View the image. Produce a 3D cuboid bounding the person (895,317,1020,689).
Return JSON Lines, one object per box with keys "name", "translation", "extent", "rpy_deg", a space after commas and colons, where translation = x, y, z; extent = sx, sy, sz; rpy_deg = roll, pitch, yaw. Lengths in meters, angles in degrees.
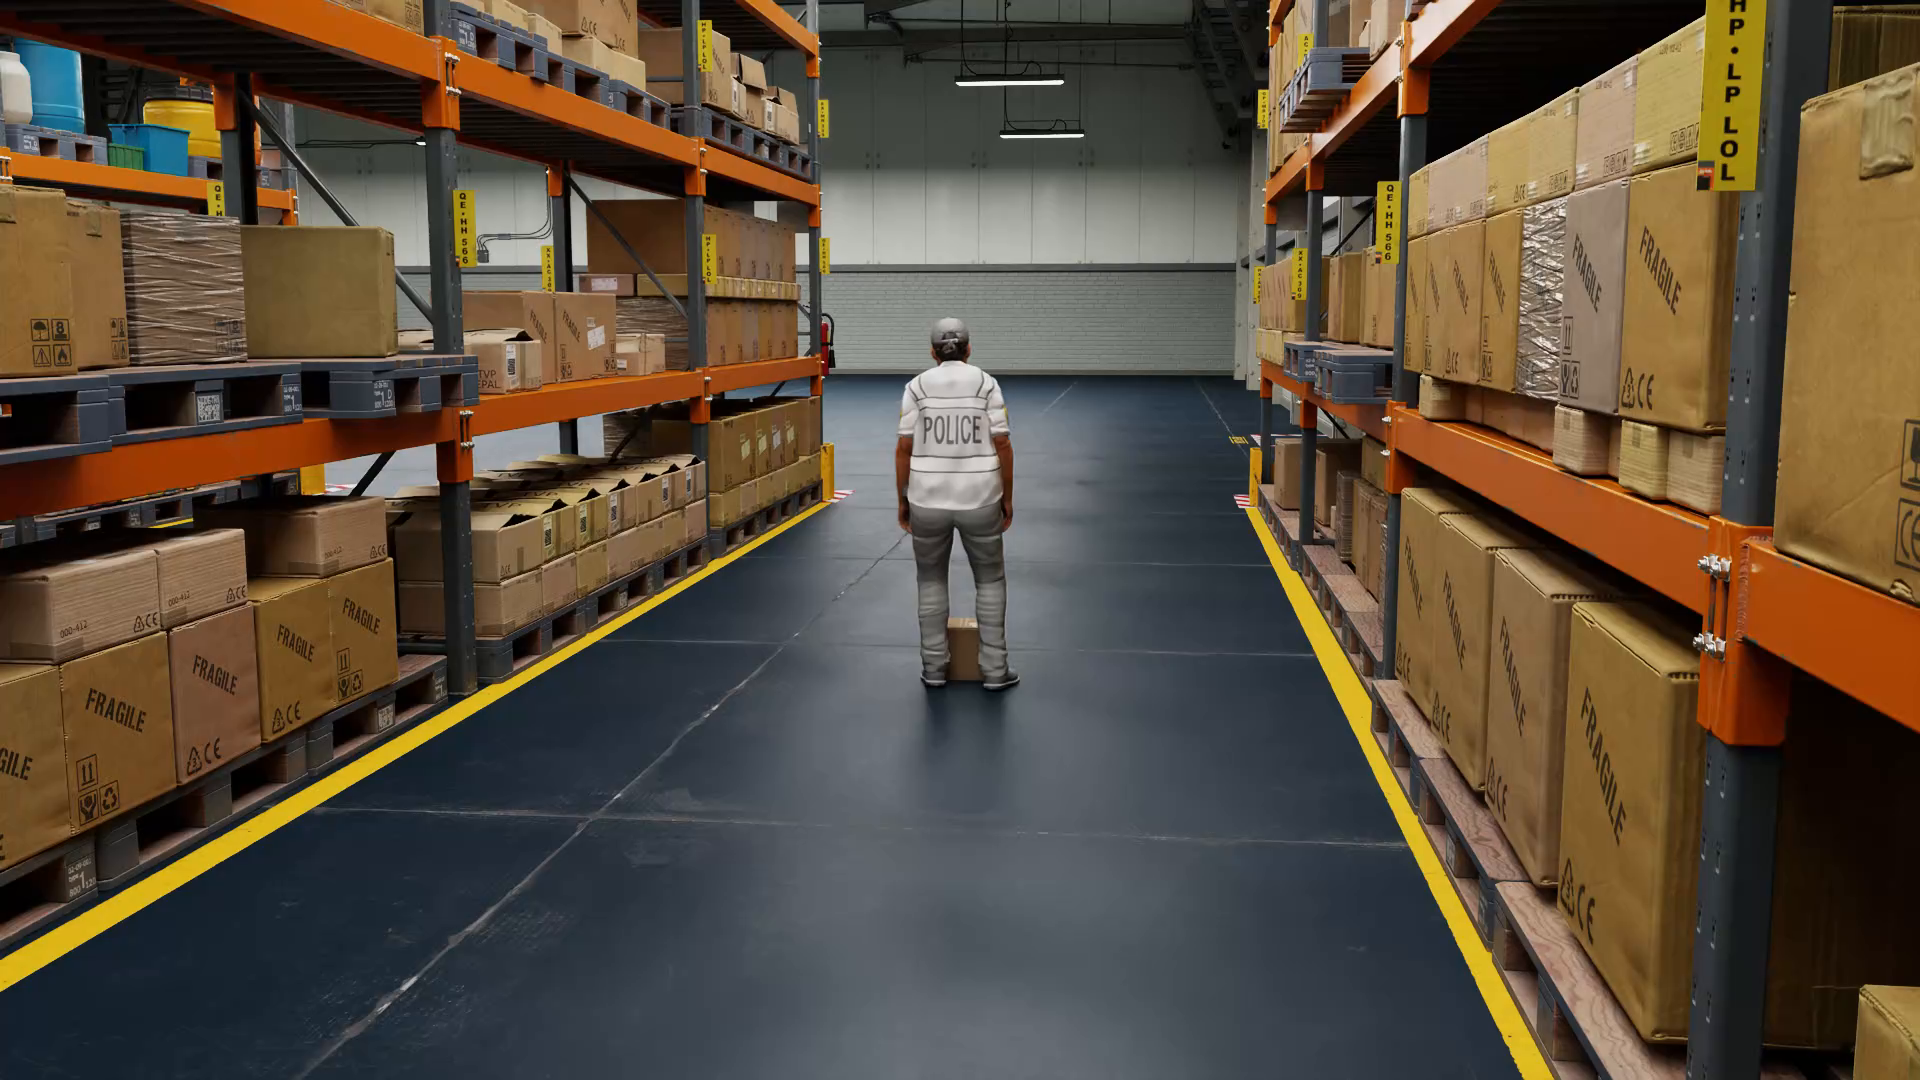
{"name": "person", "translation": [-0.008, -0.162, 7.474], "extent": [0.558, 1.665, 0.468], "rpy_deg": [0, 8, 3]}
